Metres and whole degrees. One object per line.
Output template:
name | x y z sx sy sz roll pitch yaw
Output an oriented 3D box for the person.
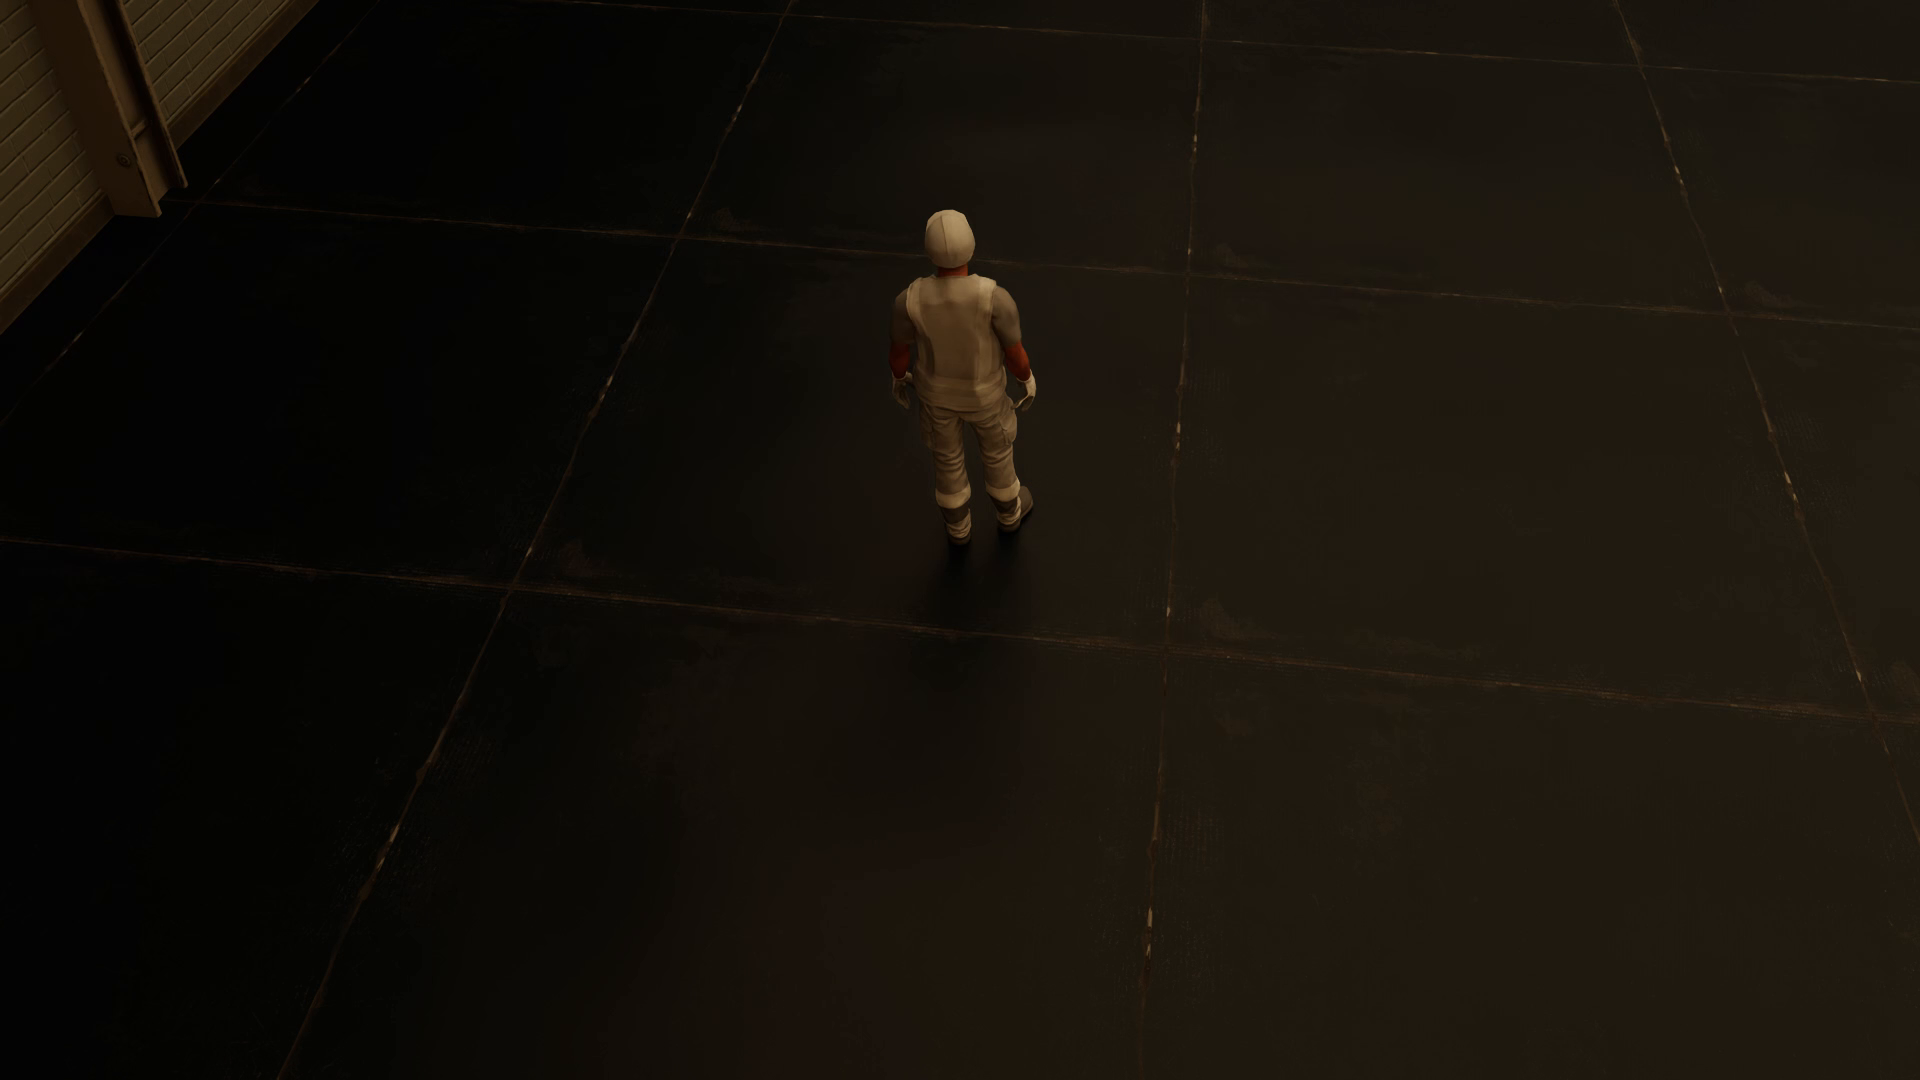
person | 0.023 -0.717 7.338 0.637 1.787 0.564 5 43 6
